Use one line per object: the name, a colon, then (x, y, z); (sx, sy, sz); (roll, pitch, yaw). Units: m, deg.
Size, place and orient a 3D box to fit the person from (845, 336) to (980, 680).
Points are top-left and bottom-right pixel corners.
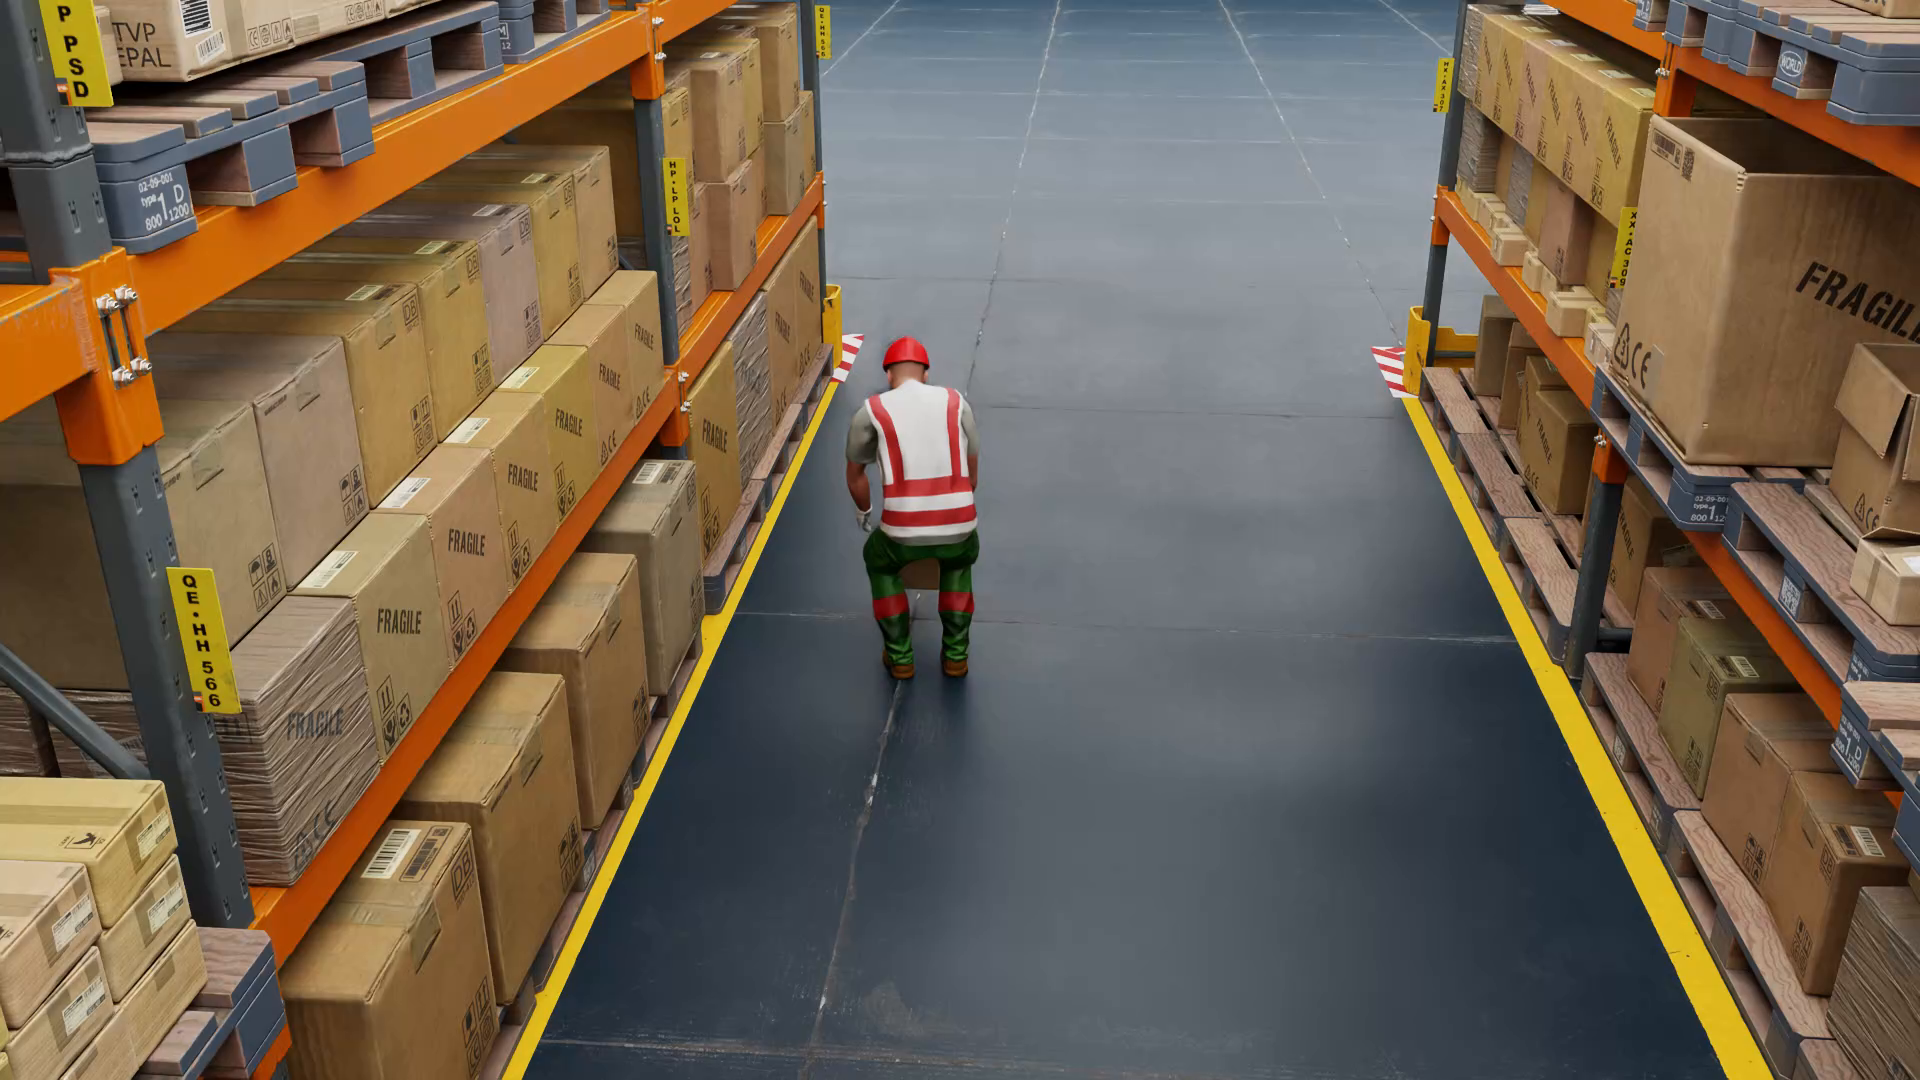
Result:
person: (-0.200, -0.118, 7.260); (0.583, 1.440, 0.749); (-3, 24, -7)
